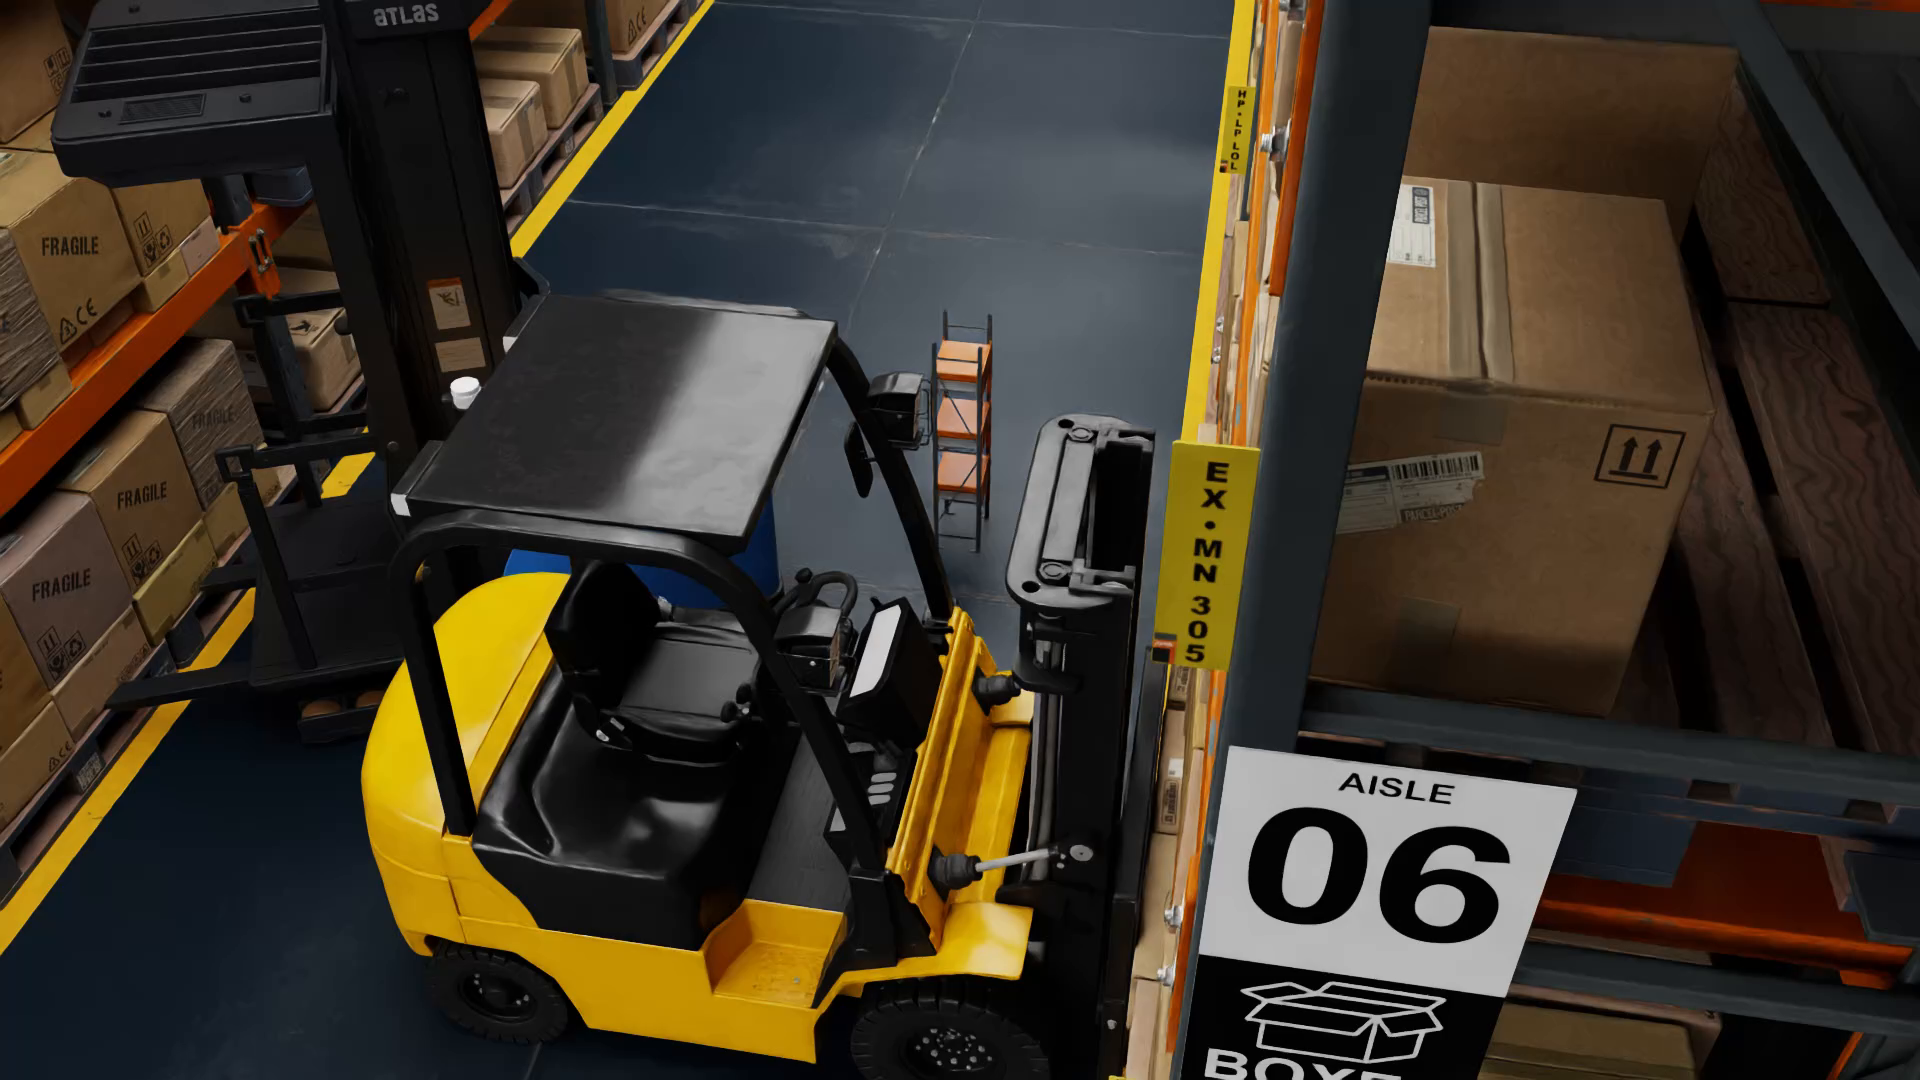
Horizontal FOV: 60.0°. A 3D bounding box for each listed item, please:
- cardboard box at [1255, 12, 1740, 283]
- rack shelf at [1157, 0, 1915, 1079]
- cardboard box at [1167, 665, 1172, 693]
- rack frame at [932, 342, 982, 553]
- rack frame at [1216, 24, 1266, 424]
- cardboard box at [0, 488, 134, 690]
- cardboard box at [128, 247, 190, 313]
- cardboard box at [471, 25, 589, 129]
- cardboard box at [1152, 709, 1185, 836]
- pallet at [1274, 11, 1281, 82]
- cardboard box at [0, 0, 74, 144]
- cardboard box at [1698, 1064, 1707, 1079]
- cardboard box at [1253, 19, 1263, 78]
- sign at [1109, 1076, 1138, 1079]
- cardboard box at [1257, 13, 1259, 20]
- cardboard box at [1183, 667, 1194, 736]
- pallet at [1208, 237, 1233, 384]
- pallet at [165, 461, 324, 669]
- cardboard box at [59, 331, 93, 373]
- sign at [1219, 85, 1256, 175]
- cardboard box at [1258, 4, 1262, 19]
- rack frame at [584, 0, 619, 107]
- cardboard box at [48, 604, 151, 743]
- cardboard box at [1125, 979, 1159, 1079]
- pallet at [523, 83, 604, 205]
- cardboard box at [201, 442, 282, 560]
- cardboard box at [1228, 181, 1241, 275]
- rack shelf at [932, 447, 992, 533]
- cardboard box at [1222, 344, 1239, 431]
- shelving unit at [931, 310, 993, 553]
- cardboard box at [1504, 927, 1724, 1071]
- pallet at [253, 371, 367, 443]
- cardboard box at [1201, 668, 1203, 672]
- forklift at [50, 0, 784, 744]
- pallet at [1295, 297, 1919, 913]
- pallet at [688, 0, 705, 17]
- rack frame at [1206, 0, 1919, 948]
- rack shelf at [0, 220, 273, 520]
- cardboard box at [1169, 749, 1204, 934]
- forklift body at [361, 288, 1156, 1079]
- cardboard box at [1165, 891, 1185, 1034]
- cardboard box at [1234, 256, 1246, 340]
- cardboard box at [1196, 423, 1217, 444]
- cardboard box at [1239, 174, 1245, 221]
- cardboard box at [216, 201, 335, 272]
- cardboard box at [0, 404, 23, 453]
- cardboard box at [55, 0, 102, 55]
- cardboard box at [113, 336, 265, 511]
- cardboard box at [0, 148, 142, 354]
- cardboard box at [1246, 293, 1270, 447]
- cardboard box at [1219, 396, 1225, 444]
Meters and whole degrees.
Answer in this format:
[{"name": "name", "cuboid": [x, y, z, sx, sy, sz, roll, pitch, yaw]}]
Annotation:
[{"name": "cardboard box", "cuboid": [0.922, -0.771, 2.988, 0.700, 0.500, 0.500, 7, 40, 8]}, {"name": "rack shelf", "cuboid": [1.156, -0.574, 3.801, 1.077, 0.370, 4.000, 6, 40, 8]}, {"name": "cardboard box", "cuboid": [0.930, 0.655, 5.540, 0.500, 0.250, 0.500, 6, 40, 7]}, {"name": "rack frame", "cuboid": [-0.012, -0.362, 6.863, 0.200, 1.050, 0.008, 6, 40, 8]}, {"name": "rack frame", "cuboid": [1.502, -0.950, 6.045, 1.000, 3.000, 0.127, 6, 40, 8]}, {"name": "cardboard box", "cuboid": [-3.399, 0.154, 5.949, 0.500, 0.500, 0.500, 8, 40, 10]}, {"name": "cardboard box", "cuboid": [-3.179, -1.006, 6.310, 0.380, 0.149, 0.250, 7, 40, 9]}, {"name": "cardboard box", "cuboid": [-2.803, -2.801, 10.017, 0.950, 0.372, 0.625, 4, 40, 5]}, {"name": "cardboard box", "cuboid": [0.837, 0.793, 4.980, 0.500, 0.250, 0.500, 6, 40, 7]}, {"name": "pallet", "cuboid": [1.380, -1.534, 4.467, 1.003, 0.211, 1.213, 6, 40, 8]}, {"name": "cardboard box", "cuboid": [-3.677, -1.782, 5.954, 0.700, 0.500, 0.500, 6, 40, 7]}, {"name": "cardboard box", "cuboid": [1.169, 1.241, 3.316, 0.500, 0.500, 0.500, 8, 40, 9]}, {"name": "cardboard box", "cuboid": [1.378, -1.969, 6.690, 0.380, 0.149, 0.250, 5, 40, 6]}, {"name": "sign", "cuboid": [0.278, 0.954, 2.648, 0.100, 0.325, 0.005, 6, 40, 8]}, {"name": "cardboard box", "cuboid": [1.702, -2.512, 8.052, 0.500, 0.250, 0.500, 5, 40, 6]}, {"name": "cardboard box", "cuboid": [0.900, 0.221, 4.551, 0.500, 0.500, 0.500, 7, 40, 8]}, {"name": "pallet", "cuboid": [1.800, -1.110, 8.427, 1.003, 0.211, 1.213, 6, 40, 8]}, {"name": "pallet", "cuboid": [-3.469, 0.005, 7.079, 1.003, 0.211, 1.213, 6, 40, 8]}, {"name": "cardboard box", "cuboid": [-3.358, -0.696, 5.935, 0.380, 0.149, 0.250, 6, 40, 7]}, {"name": "sign", "cuboid": [0.966, -1.420, 5.767, 0.100, 0.325, 0.005, 6, 40, 8]}, {"name": "cardboard box", "cuboid": [1.511, -2.065, 7.120, 0.500, 0.250, 0.500, 7, 40, 9]}, {"name": "rack frame", "cuboid": [-2.695, -4.006, 9.741, 1.000, 3.000, 0.127, 6, 40, 8]}, {"name": "cardboard box", "cuboid": [-3.400, 0.457, 6.171, 0.500, 0.250, 0.500, 7, 40, 8]}, {"name": "cardboard box", "cuboid": [0.665, 1.428, 4.212, 0.500, 0.250, 0.500, 7, 40, 8]}, {"name": "pallet", "cuboid": [-2.832, -2.441, 10.037, 1.003, 0.211, 1.213, 6, 40, 8]}, {"name": "cardboard box", "cuboid": [-3.225, -0.197, 6.962, 0.500, 0.250, 0.500, 8, 40, 10]}, {"name": "cardboard box", "cuboid": [1.331, -1.238, 6.511, 0.500, 0.250, 0.500, 7, 40, 9]}, {"name": "rack shelf", "cuboid": [0.009, -0.216, 7.140, 0.215, 0.259, 0.240, 6, 40, 8]}, {"name": "cardboard box", "cuboid": [0.964, -0.428, 4.825, 0.380, 0.149, 0.250, 6, 40, 7]}, {"name": "shelving unit", "cuboid": [0.009, -0.438, 6.956, 0.215, 1.050, 0.252, 6, 40, 8]}, {"name": "cardboard box", "cuboid": [1.186, 0.810, 3.096, 0.380, 0.149, 0.250, 8, 40, 9]}, {"name": "pallet", "cuboid": [-3.254, -0.909, 8.184, 1.003, 0.211, 1.213, 6, 40, 8]}, {"name": "cardboard box", "cuboid": [0.792, 0.215, 4.048, 0.380, 0.149, 0.250, 7, 40, 8]}, {"name": "forklift", "cuboid": [-2.272, -0.734, 5.837, 3.031, 2.935, 1.130, -10, 41, -12]}, {"name": "pallet", "cuboid": [0.957, -0.003, 2.615, 1.003, 0.211, 1.213, 6, 40, 8]}, {"name": "pallet", "cuboid": [-2.271, -4.181, 12.141, 1.003, 0.211, 1.213, 6, 40, 8]}, {"name": "rack frame", "cuboid": [0.810, -0.752, 1.098, 1.000, 3.000, 0.127, 6, 40, 8]}, {"name": "rack shelf", "cuboid": [-3.734, 0.037, 5.416, 1.077, 0.370, 4.000, 6, 40, 8]}, {"name": "cardboard box", "cuboid": [0.735, 0.859, 3.779, 0.500, 0.500, 0.500, 8, 40, 9]}, {"name": "forklift body", "cuboid": [-0.659, 0.496, 4.962, 2.313, 2.155, 1.214, 6, 40, 8]}, {"name": "cardboard box", "cuboid": [0.609, 0.859, 3.269, 0.380, 0.149, 0.250, 7, 40, 8]}, {"name": "cardboard box", "cuboid": [1.017, -0.701, 4.923, 0.380, 0.149, 0.250, 7, 40, 9]}, {"name": "cardboard box", "cuboid": [1.109, -0.169, 6.144, 0.500, 0.250, 0.500, 6, 40, 7]}, {"name": "cardboard box", "cuboid": [1.335, -1.422, 6.341, 0.500, 0.250, 0.500, 6, 40, 7]}, {"name": "cardboard box", "cuboid": [-3.178, -1.426, 8.353, 0.950, 0.372, 0.625, 9, 40, 10]}, {"name": "cardboard box", "cuboid": [-3.389, -0.368, 5.538, 0.380, 0.149, 0.250, 6, 40, 7]}, {"name": "cardboard box", "cuboid": [-3.534, -2.126, 6.825, 0.500, 0.500, 0.500, 6, 40, 7]}, {"name": "cardboard box", "cuboid": [-3.226, -0.486, 6.723, 0.500, 0.500, 0.500, 6, 40, 7]}, {"name": "cardboard box", "cuboid": [-3.302, -1.018, 5.816, 0.500, 0.500, 0.500, 8, 40, 9]}, {"name": "cardboard box", "cuboid": [0.654, -0.253, 2.637, 0.380, 0.149, 0.250, 5, 40, 6]}, {"name": "cardboard box", "cuboid": [1.094, -0.411, 5.314, 0.500, 0.500, 0.500, 7, 40, 8]}]
